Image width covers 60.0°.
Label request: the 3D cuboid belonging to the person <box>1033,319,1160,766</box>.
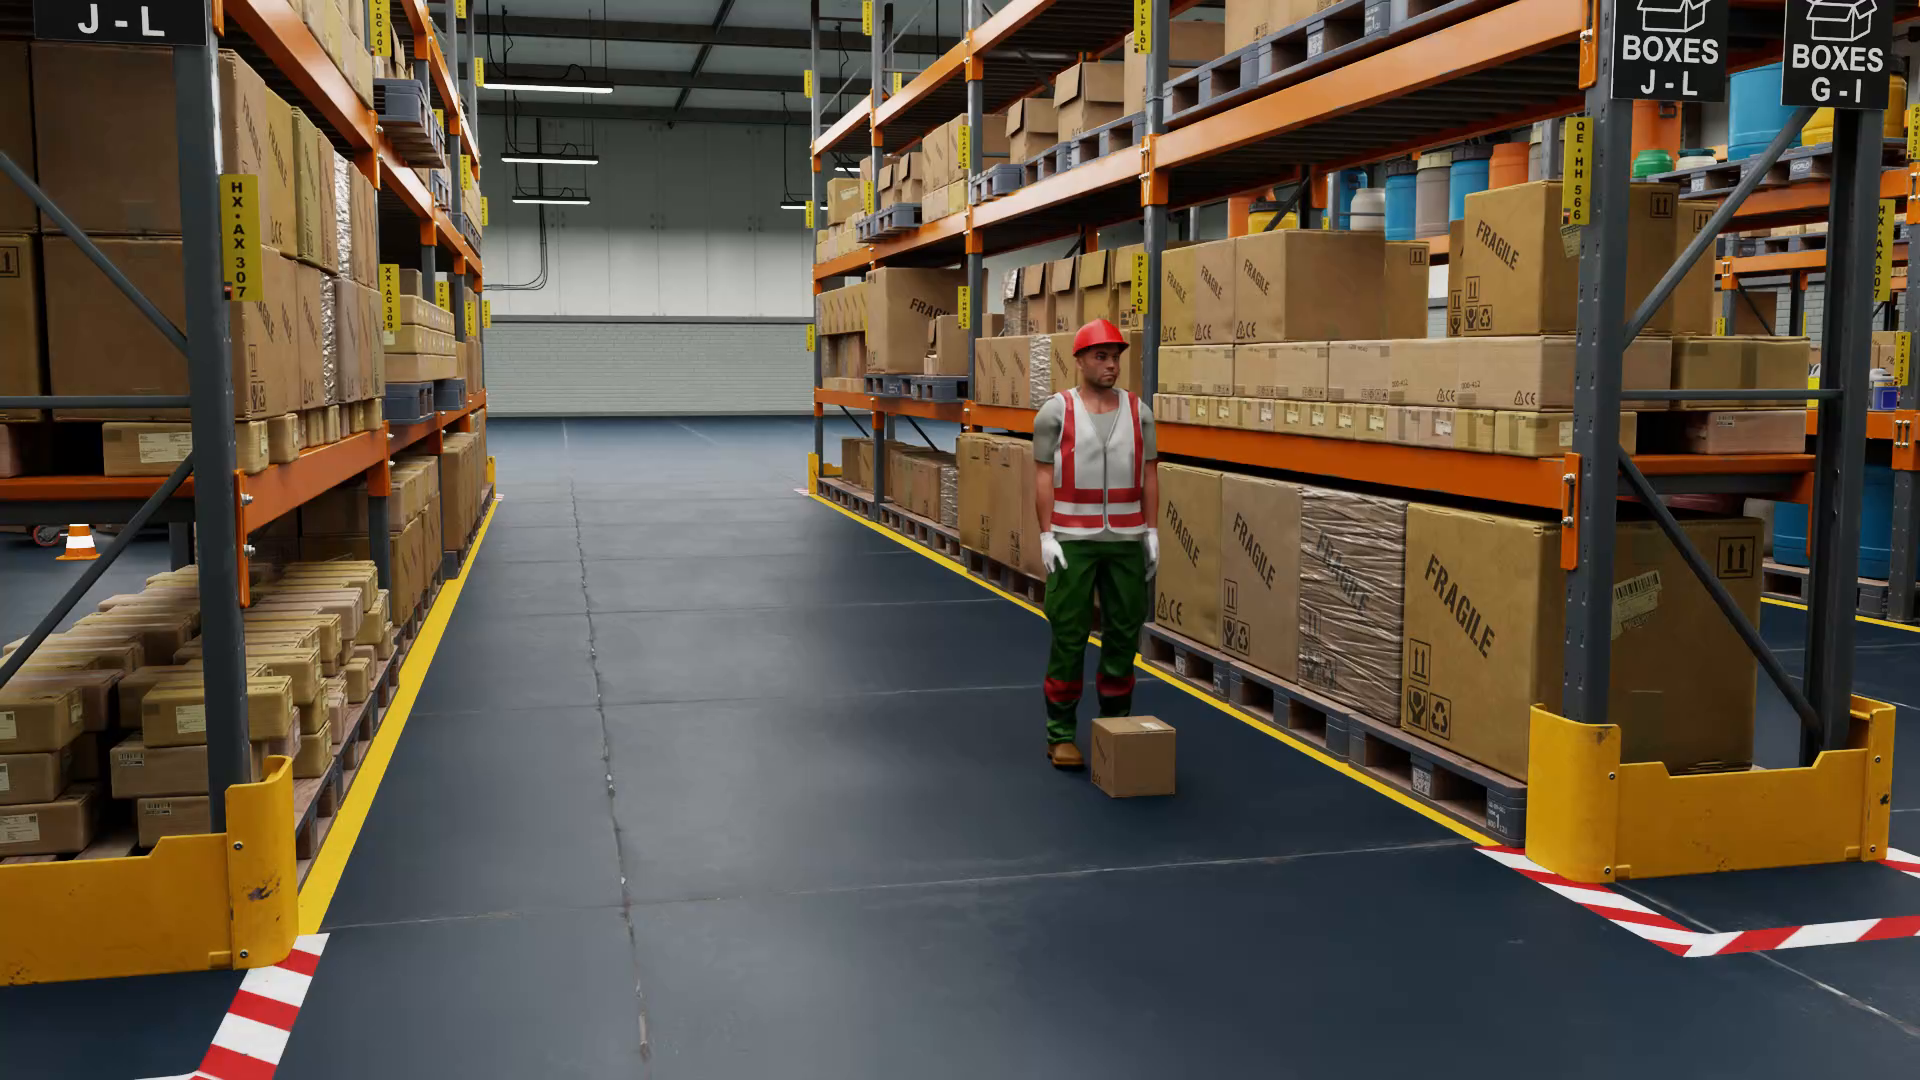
[{"bbox_3d":[2.438,-0.629,12.825,6.848,1.806,11.595,-1,6,-12],"label":"person"}]
